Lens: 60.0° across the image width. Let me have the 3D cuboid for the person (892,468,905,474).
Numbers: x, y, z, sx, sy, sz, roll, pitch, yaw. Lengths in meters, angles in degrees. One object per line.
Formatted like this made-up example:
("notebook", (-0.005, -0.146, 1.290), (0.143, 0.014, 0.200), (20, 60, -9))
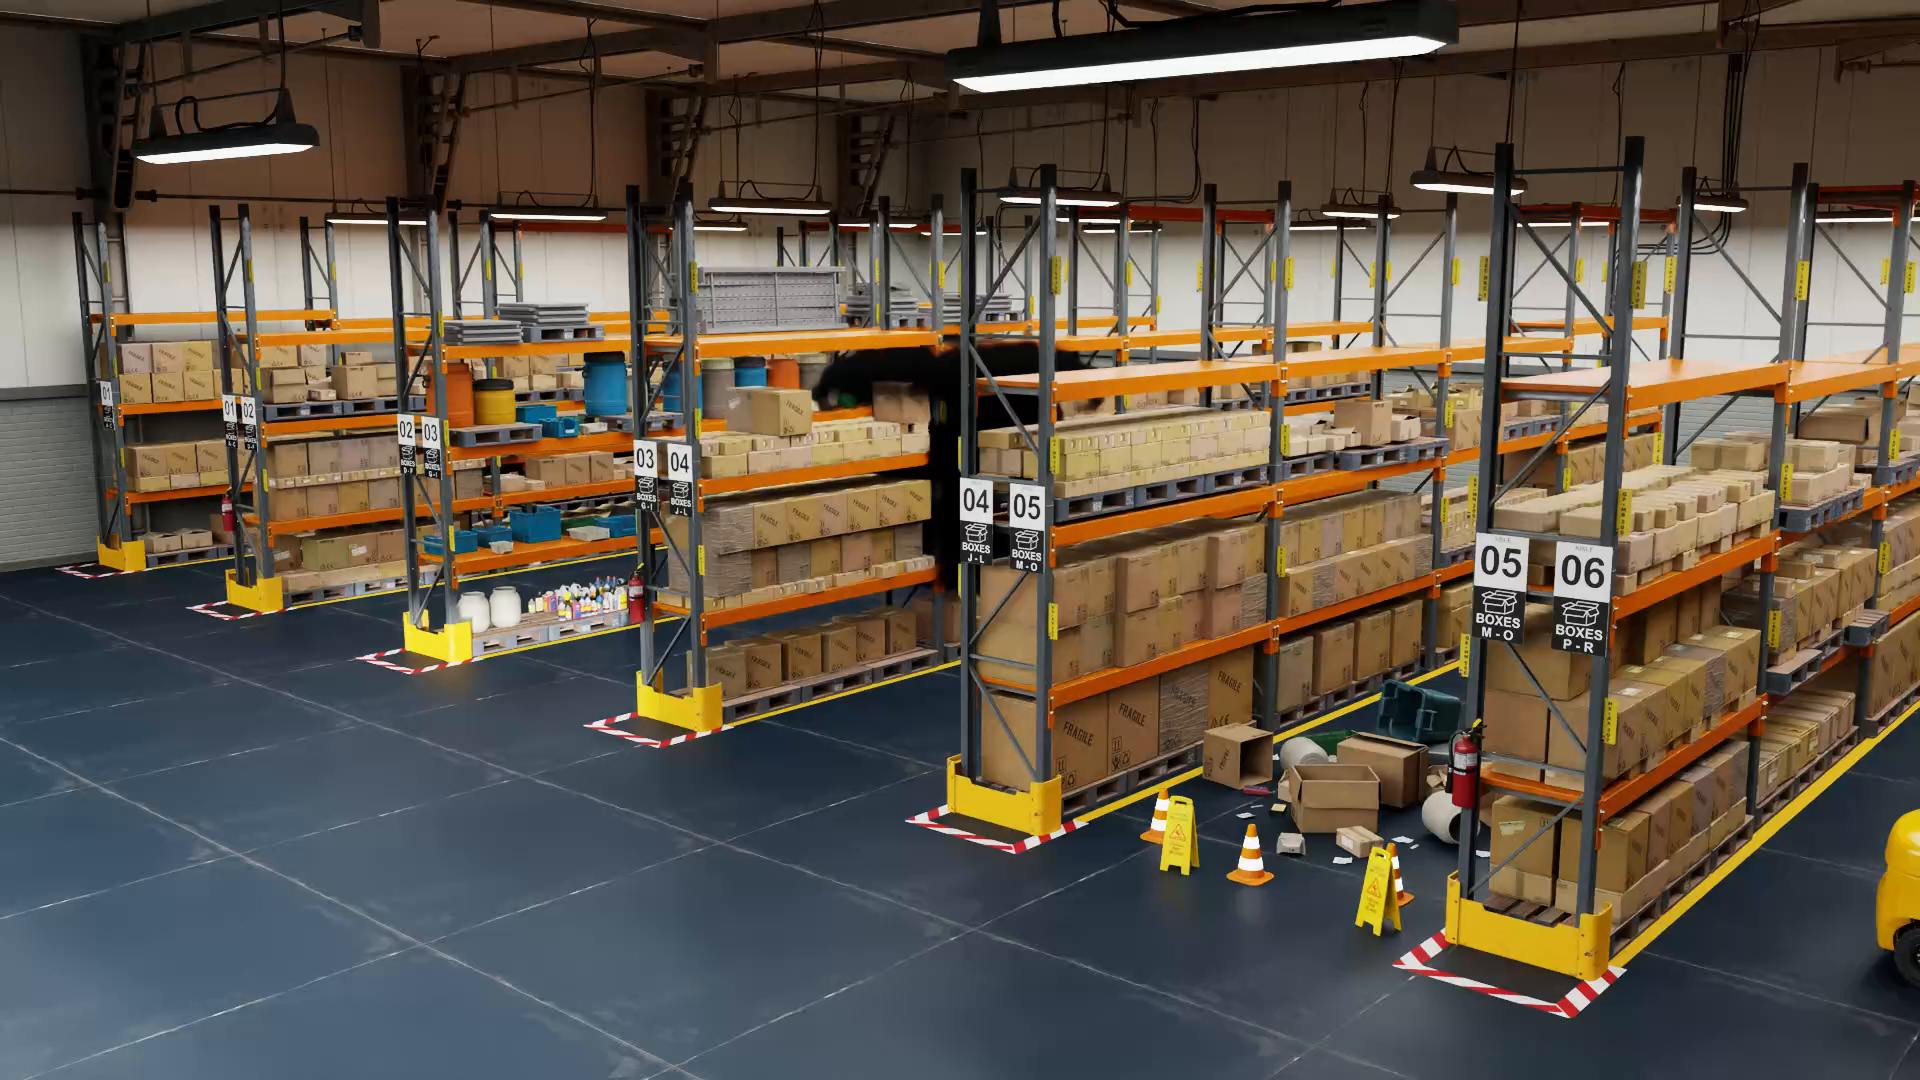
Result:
("person", (-1.150, -0.849, 31.207), (0.693, 1.729, 0.648), (-8, 12, -40))

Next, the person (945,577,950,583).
("person", (-0.416, 0.023, 25.994), (0.584, 1.362, 0.954), (3, 10, 19))
